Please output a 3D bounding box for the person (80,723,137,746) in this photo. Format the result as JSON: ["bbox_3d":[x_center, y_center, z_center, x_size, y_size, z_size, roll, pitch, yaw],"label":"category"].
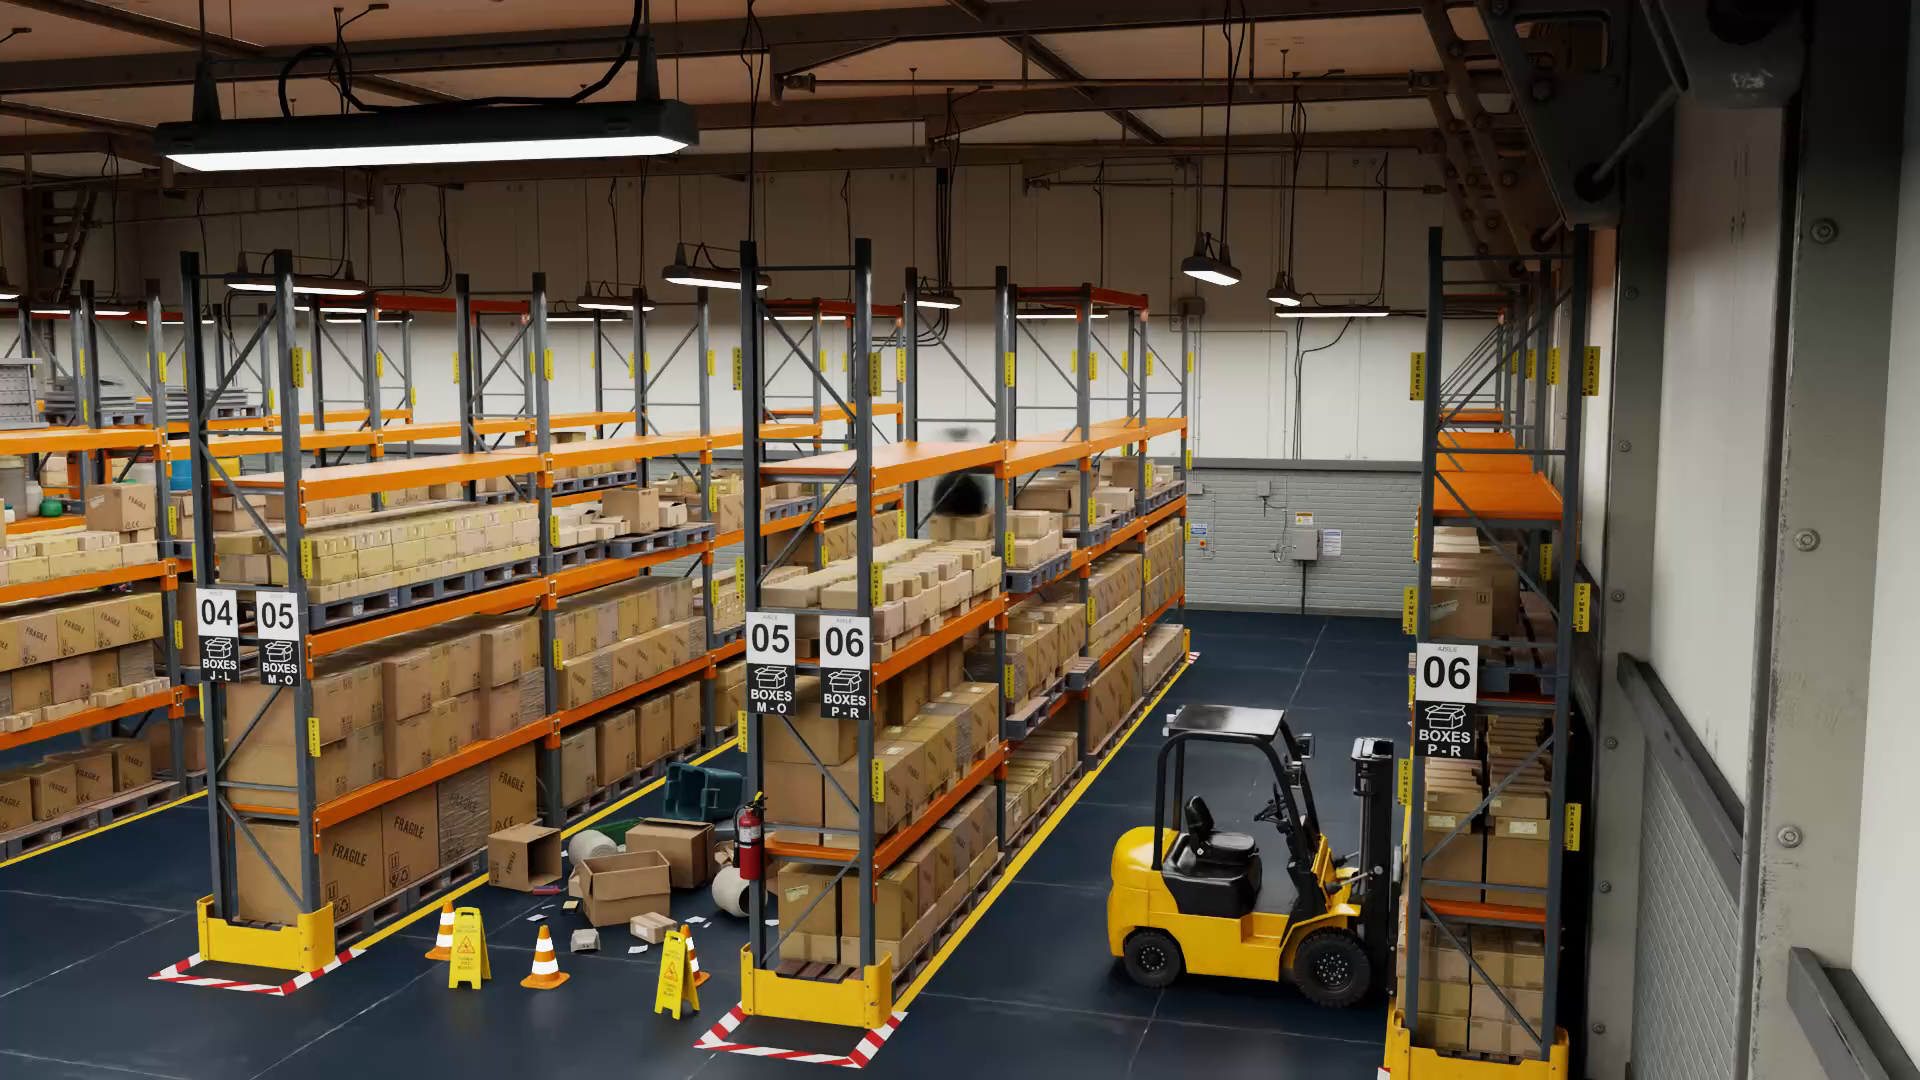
[{"bbox_3d":[-10.712,2.085,20.836,0.621,1.623,0.980,2,7,13],"label":"person"}]
